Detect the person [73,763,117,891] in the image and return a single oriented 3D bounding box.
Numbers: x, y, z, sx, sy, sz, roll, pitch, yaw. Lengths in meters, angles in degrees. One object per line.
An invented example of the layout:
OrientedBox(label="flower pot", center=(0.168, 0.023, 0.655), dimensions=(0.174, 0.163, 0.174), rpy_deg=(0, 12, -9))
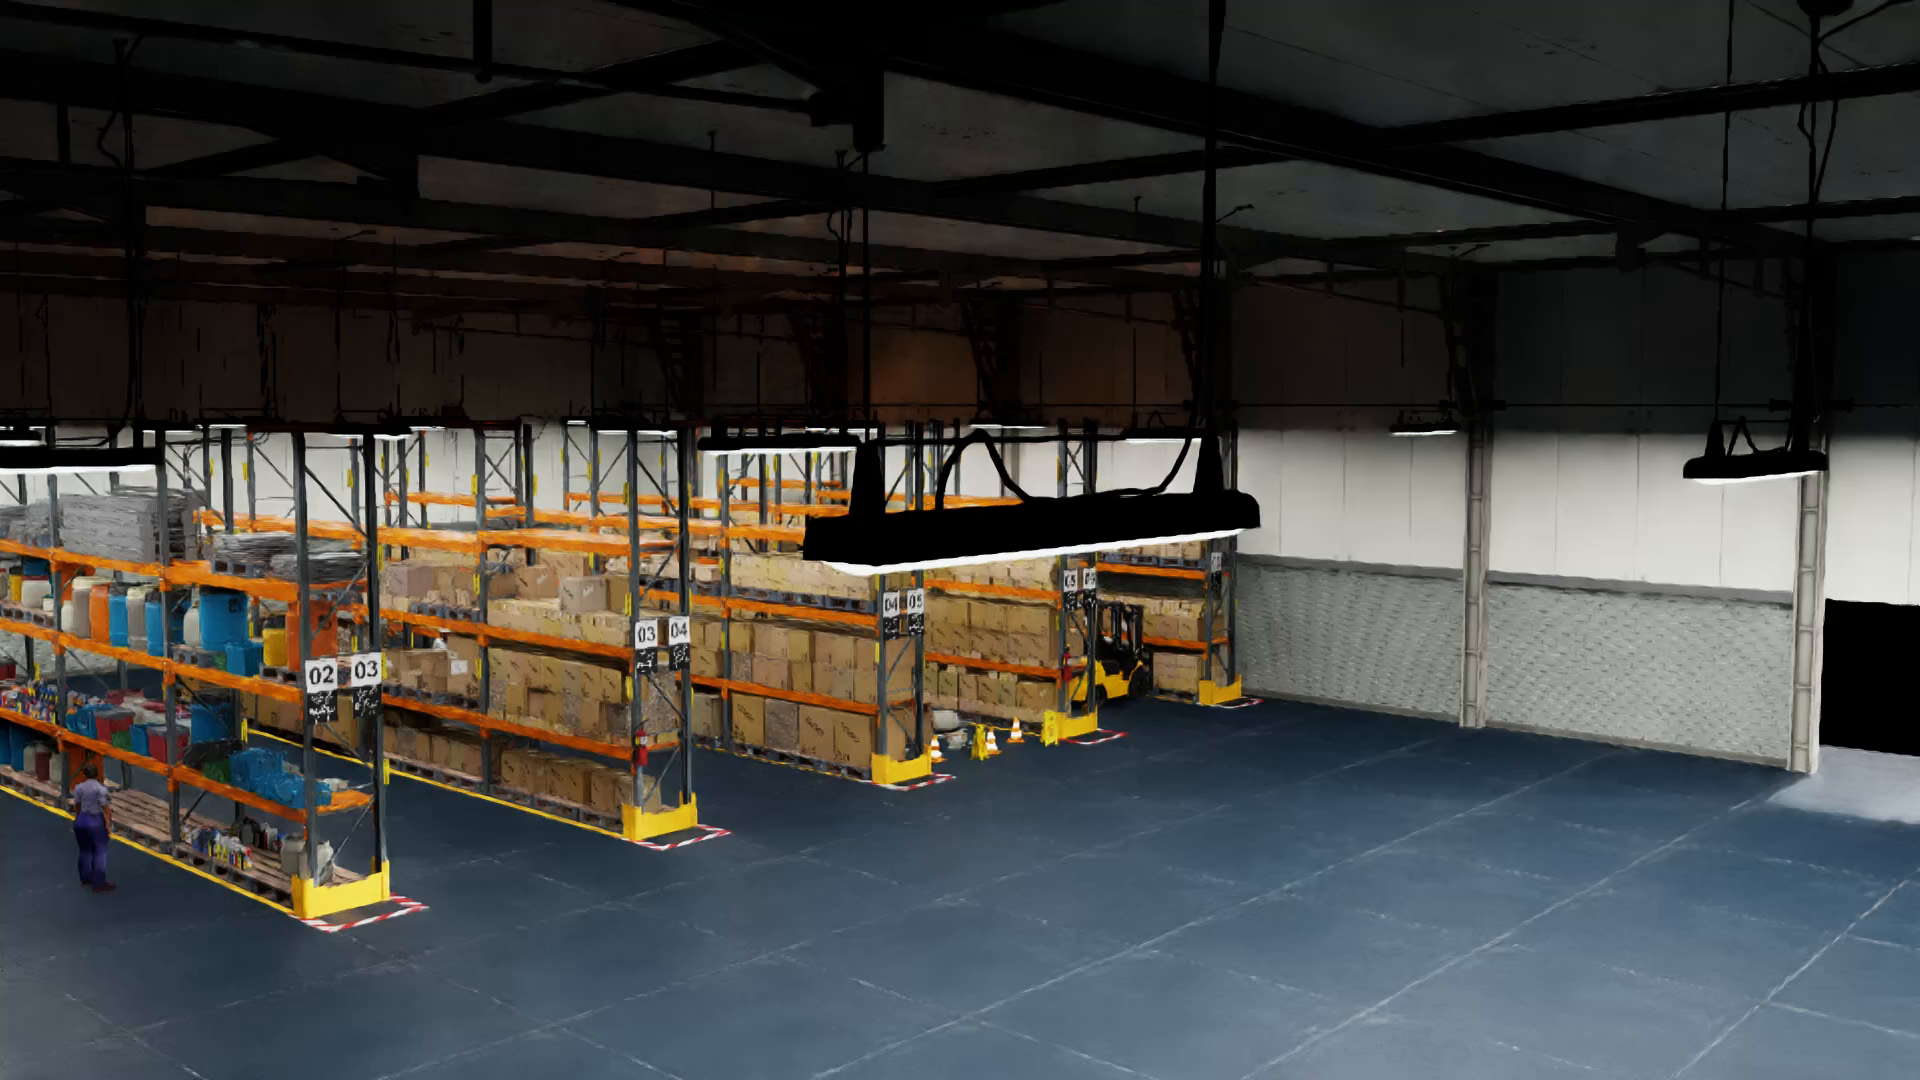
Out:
OrientedBox(label="person", center=(-11.295, 3.729, 21.713), dimensions=(0.530, 1.642, 0.430), rpy_deg=(1, 5, 13))

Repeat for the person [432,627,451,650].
OrientedBox(label="person", center=(-10.855, 2.616, 34.969), dimensions=(1.115, 1.700, 0.543), rpy_deg=(5, 7, 44))
